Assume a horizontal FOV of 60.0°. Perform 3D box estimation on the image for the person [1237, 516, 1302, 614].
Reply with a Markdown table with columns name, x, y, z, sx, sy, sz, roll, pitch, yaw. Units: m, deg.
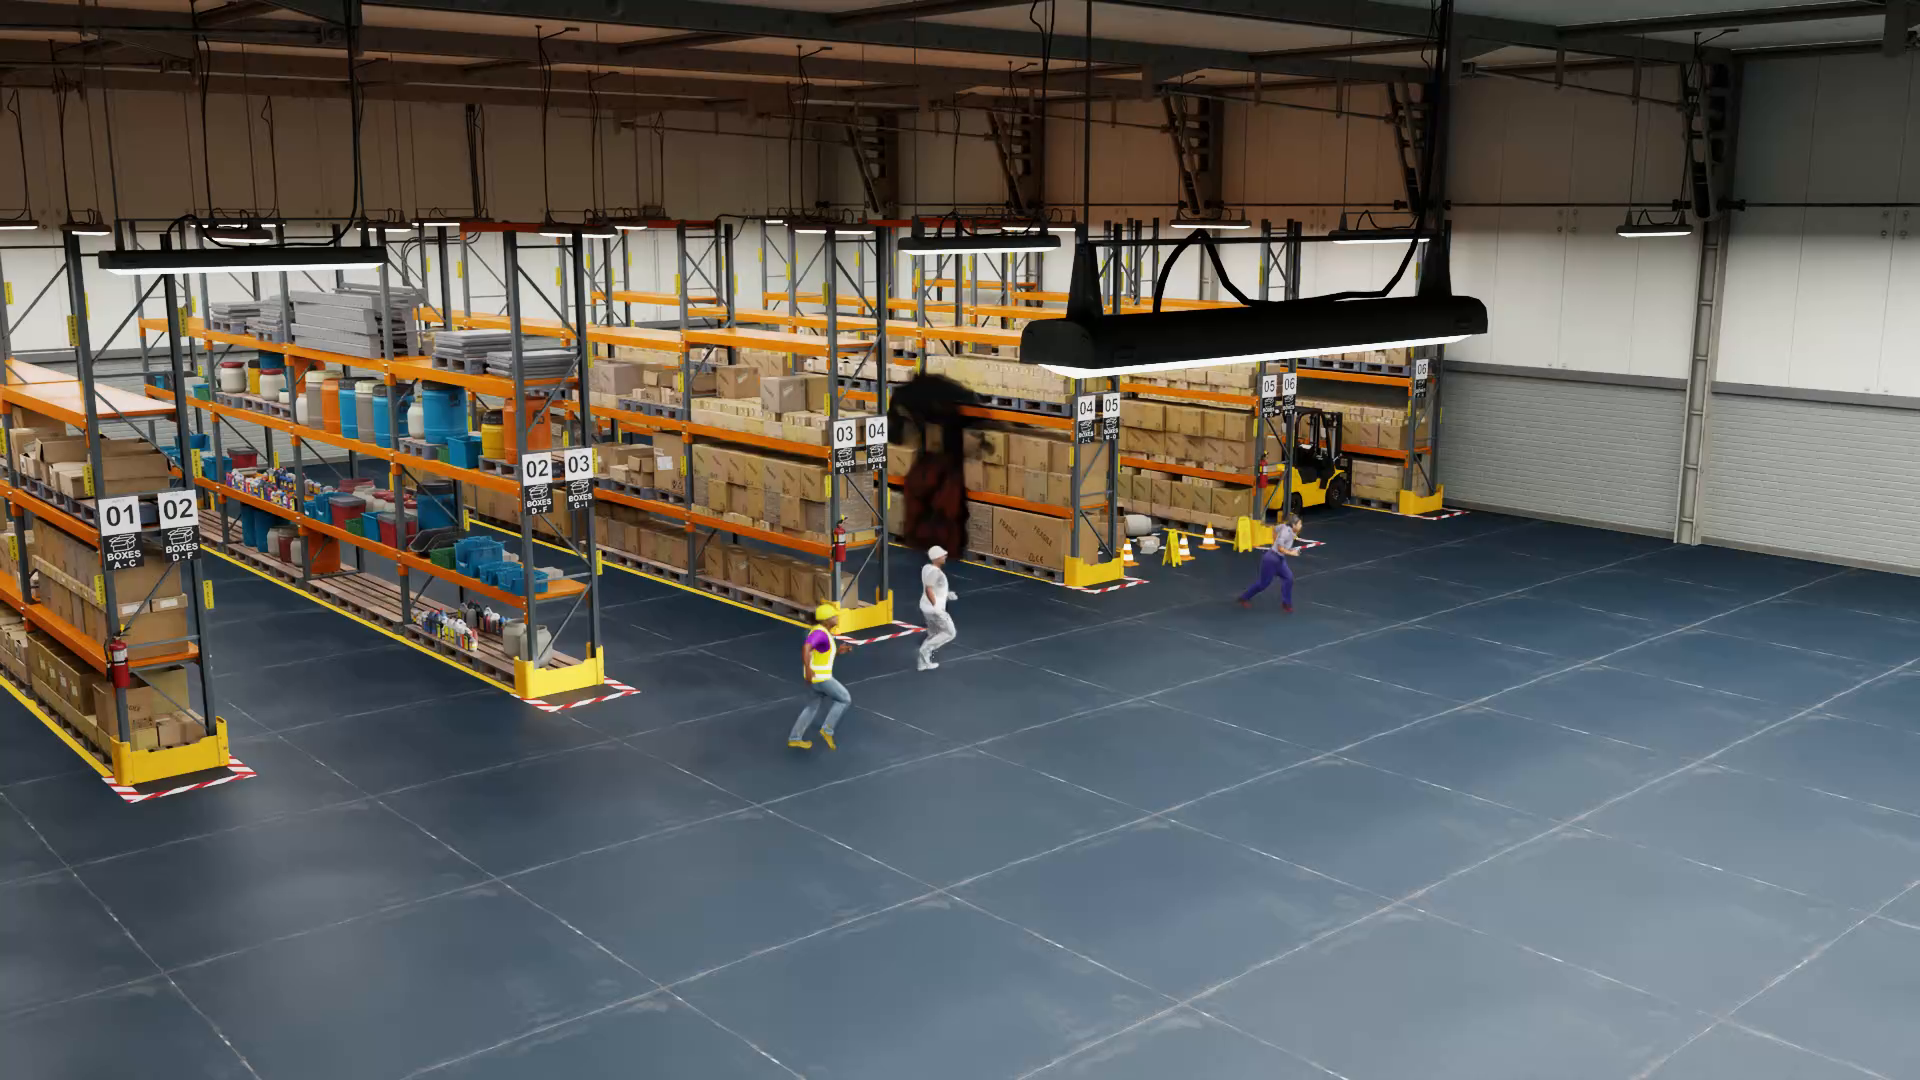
| name | x | y | z | sx | sy | sz | roll | pitch | yaw |
| --- | --- | --- | --- | --- | --- | --- | --- | --- | --- |
| person | 4.855 | 0.395 | 26.122 | 0.958 | 1.612 | 0.649 | 2 | 12 | 12 |

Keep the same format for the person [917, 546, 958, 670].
| name | x | y | z | sx | sy | sz | roll | pitch | yaw |
| --- | --- | --- | --- | --- | --- | --- | --- | --- | --- |
| person | -0.294 | 0.934 | 22.845 | 0.629 | 1.727 | 0.688 | -3 | 12 | -16 |

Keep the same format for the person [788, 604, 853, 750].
| name | x | y | z | sx | sy | sz | roll | pitch | yaw |
| --- | --- | --- | --- | --- | --- | --- | --- | --- | --- |
| person | -1.626 | 1.620 | 19.411 | 0.810 | 1.752 | 0.734 | -3 | 12 | -13 |
